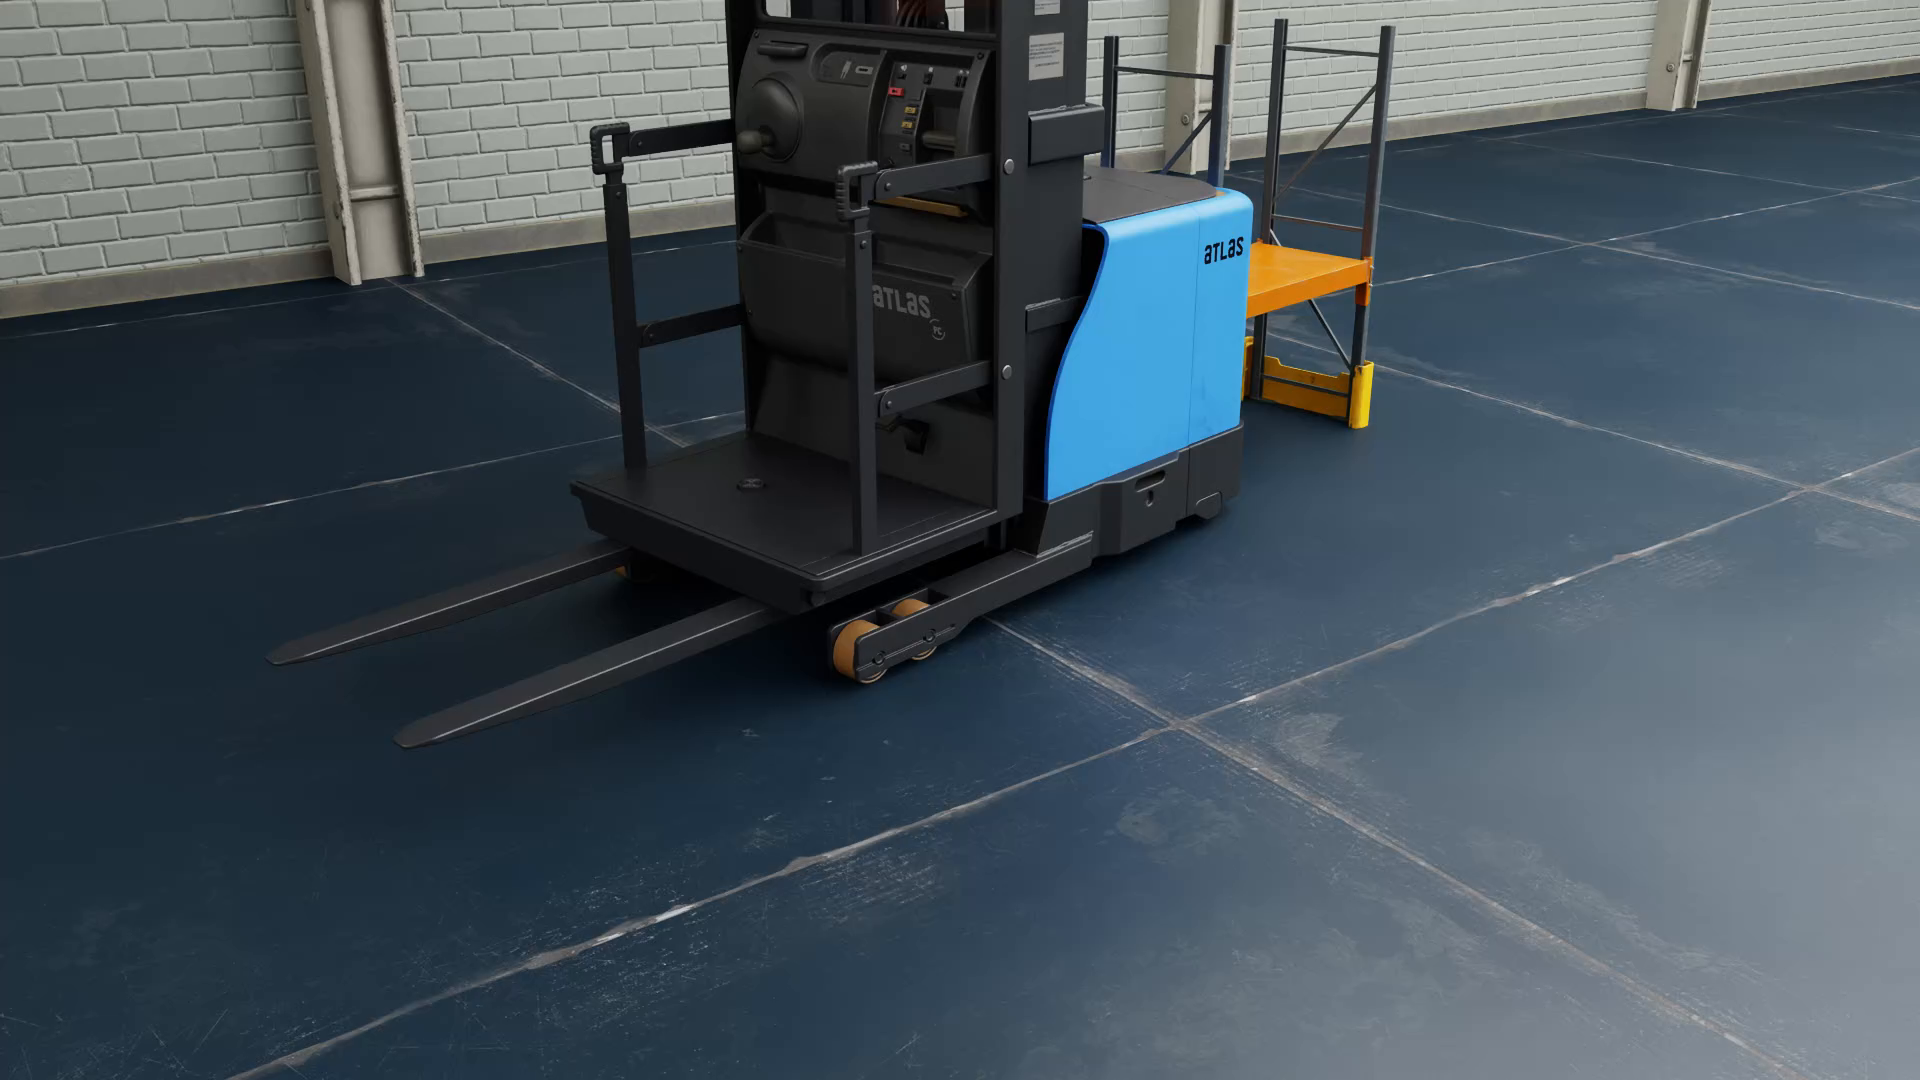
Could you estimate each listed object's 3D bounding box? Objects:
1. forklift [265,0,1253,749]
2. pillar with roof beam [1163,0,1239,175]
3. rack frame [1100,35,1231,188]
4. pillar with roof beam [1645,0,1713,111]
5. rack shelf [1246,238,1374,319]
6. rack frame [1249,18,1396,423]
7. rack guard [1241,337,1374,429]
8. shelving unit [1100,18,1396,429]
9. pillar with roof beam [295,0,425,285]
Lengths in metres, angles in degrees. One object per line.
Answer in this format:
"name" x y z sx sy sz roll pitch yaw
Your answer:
"forklift" -0.428 -1.192 4.429 1.130 2.935 3.031 19 29 39
"pillar with roof beam" 4.249 -5.612 7.320 0.400 9.000 9.100 -15 26 -33
"rack frame" 0.677 -0.947 5.747 0.500 1.500 0.032 20 29 40
"pillar with roof beam" 9.119 -6.911 10.574 0.400 9.000 9.100 -15 26 -33
"rack shelf" 1.030 -0.916 6.154 0.538 0.185 1.000 20 29 40
"rack frame" 1.383 -1.219 6.427 0.500 1.500 0.032 20 29 40
"rack guard" 1.369 -0.633 6.646 0.587 0.250 0.087 20 29 40
"shelving unit" 1.024 -1.081 6.081 0.587 1.500 1.083 20 29 40
"pillar with roof beam" -0.622 -4.314 4.065 0.400 9.000 9.100 -15 26 -33
